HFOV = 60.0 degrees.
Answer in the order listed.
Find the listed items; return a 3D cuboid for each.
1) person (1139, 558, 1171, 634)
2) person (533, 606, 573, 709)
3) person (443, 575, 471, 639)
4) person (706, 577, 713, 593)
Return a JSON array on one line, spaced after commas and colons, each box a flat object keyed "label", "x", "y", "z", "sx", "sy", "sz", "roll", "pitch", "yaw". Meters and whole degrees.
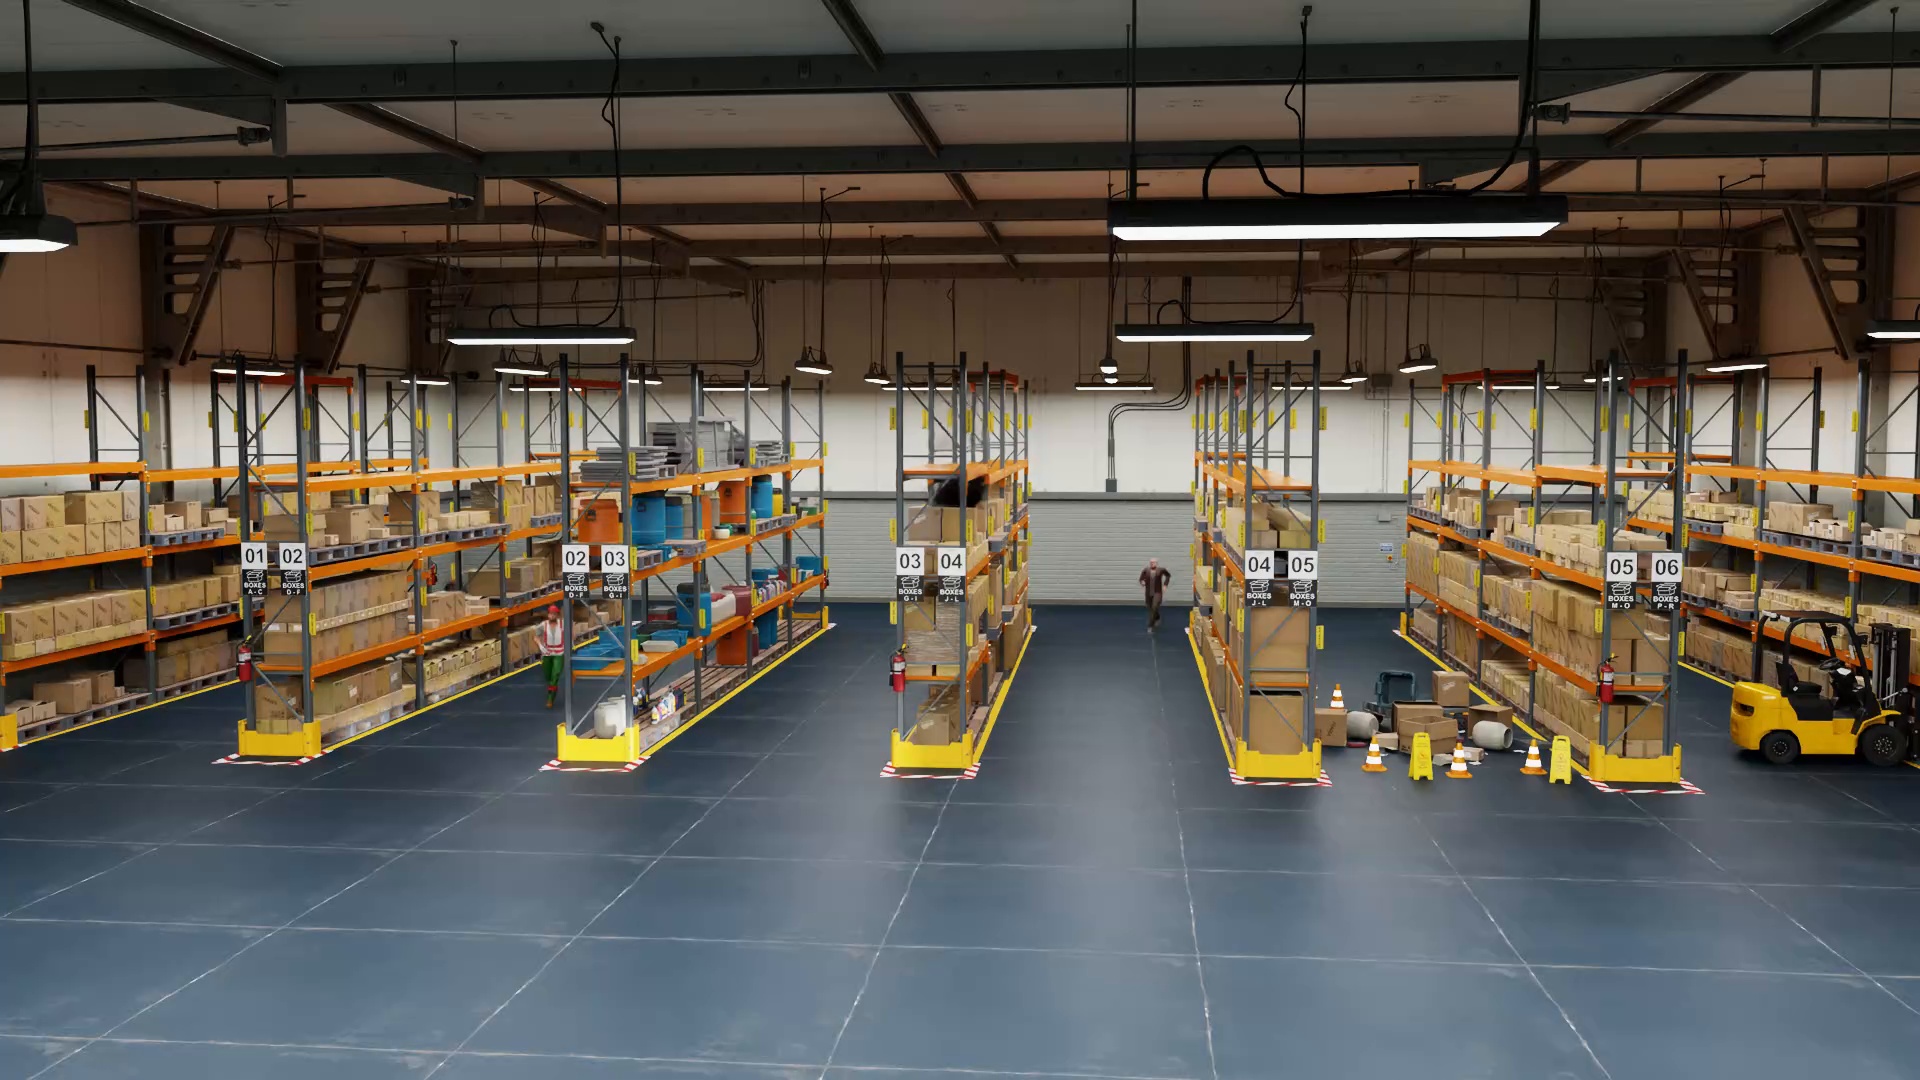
[{"label": "person", "x": 4.634, "y": 1.305, "z": 39.670, "sx": 0.723, "sy": 1.783, "sz": 1.142, "roll": 2, "pitch": 4, "yaw": 23}, {"label": "person", "x": -7.192, "y": 2.033, "z": 29.424, "sx": 0.683, "sy": 1.772, "sz": 0.969, "roll": -1, "pitch": 4, "yaw": -10}, {"label": "person", "x": -11.089, "y": 1.573, "z": 36.768, "sx": 0.636, "sy": 1.671, "sz": 0.809, "roll": 1, "pitch": 4, "yaw": 9}, {"label": "person", "x": -5.736, "y": 1.571, "z": 37.258, "sx": 0.507, "sy": 1.637, "sz": 0.697, "roll": 1, "pitch": 4, "yaw": 9}]
